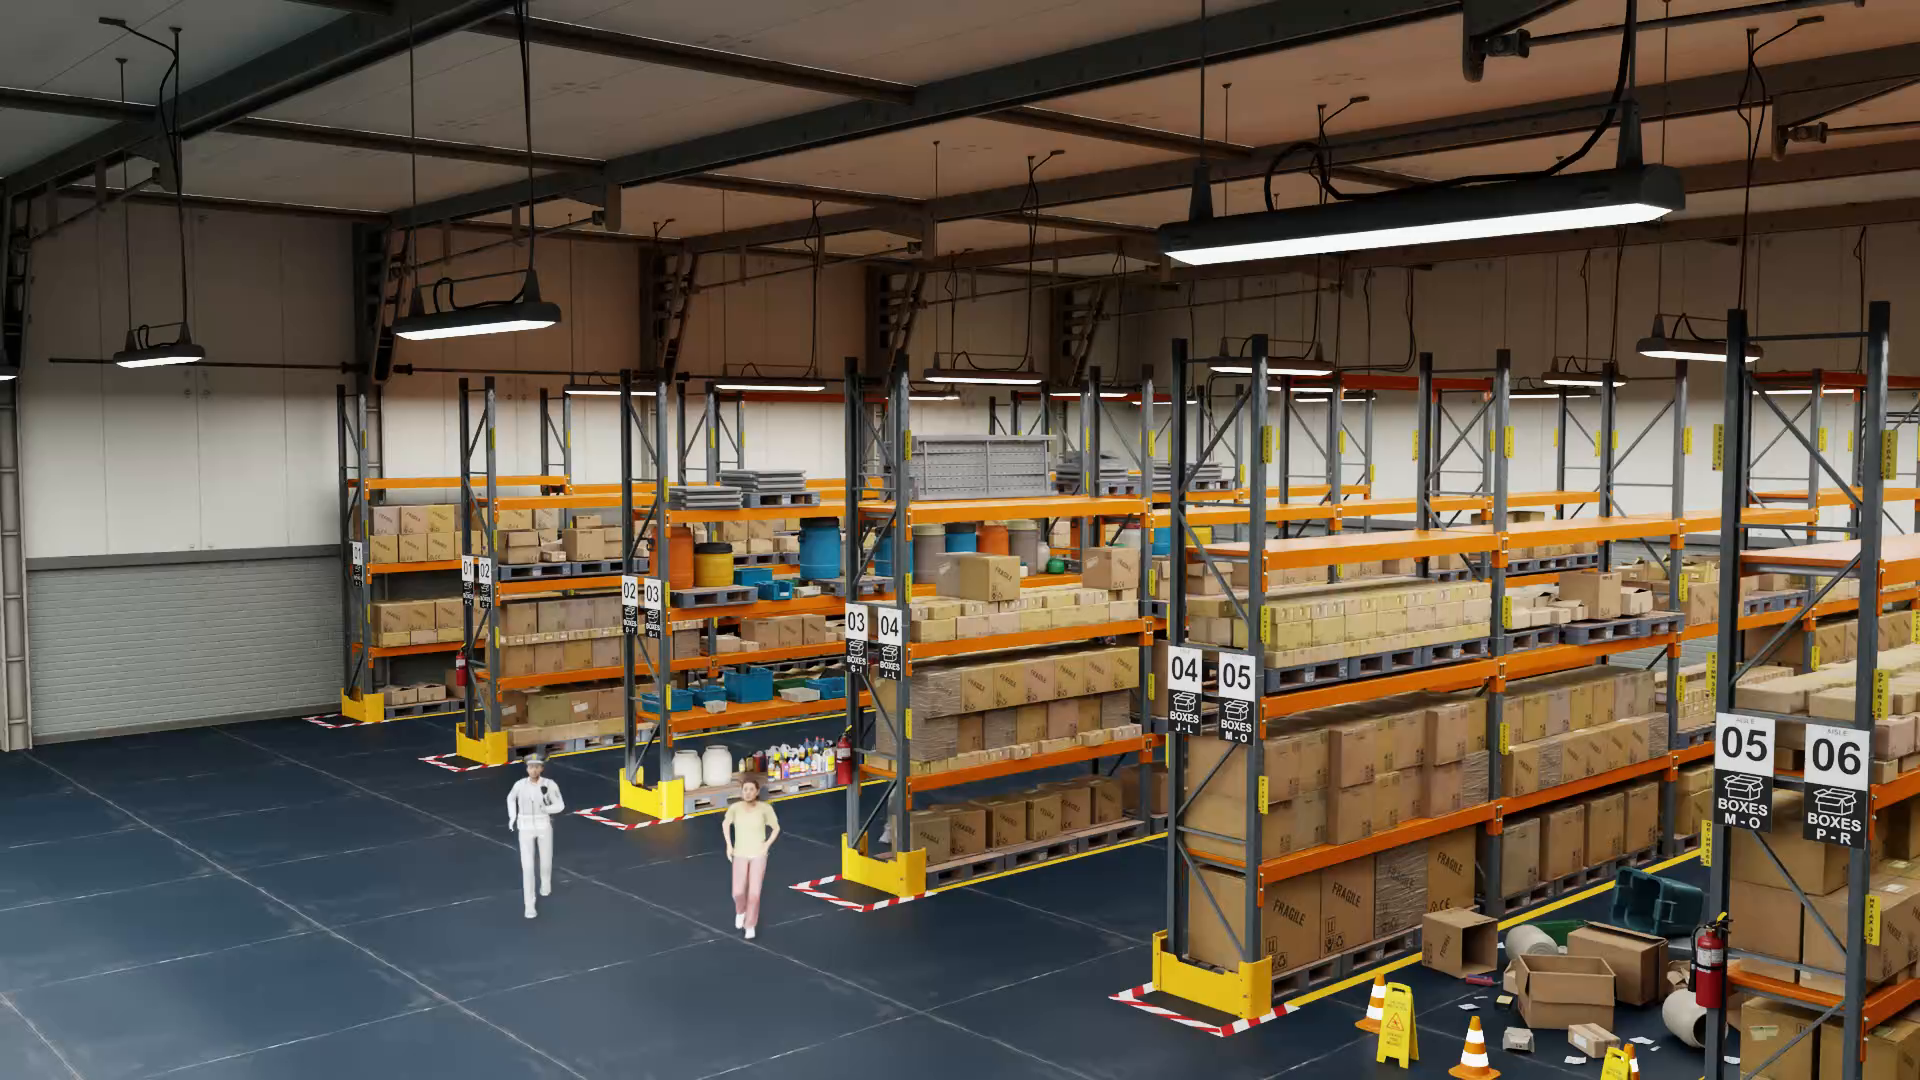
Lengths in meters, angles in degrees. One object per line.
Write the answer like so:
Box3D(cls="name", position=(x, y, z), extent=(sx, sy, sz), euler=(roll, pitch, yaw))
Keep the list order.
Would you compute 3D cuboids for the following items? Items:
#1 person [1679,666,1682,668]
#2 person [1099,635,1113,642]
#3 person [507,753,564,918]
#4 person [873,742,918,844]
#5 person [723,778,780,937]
Box3D(cls="person", position=(10.827, 2.702, 25.140), extent=(0.596, 1.613, 0.642), euler=(-3, 5, -35))
Box3D(cls="person", position=(2.886, 1.943, 32.499), extent=(0.565, 1.641, 0.686), euler=(3, 5, 34))
Box3D(cls="person", position=(-4.569, 3.121, 17.905), extent=(0.613, 1.678, 0.922), euler=(-1, 4, -12))
Box3D(cls="person", position=(-0.799, 2.889, 21.170), extent=(0.644, 1.812, 0.851), euler=(3, 5, 42))
Box3D(cls="person", position=(-2.132, 3.234, 16.971), extent=(0.592, 1.638, 0.533), euler=(0, 4, -4))
